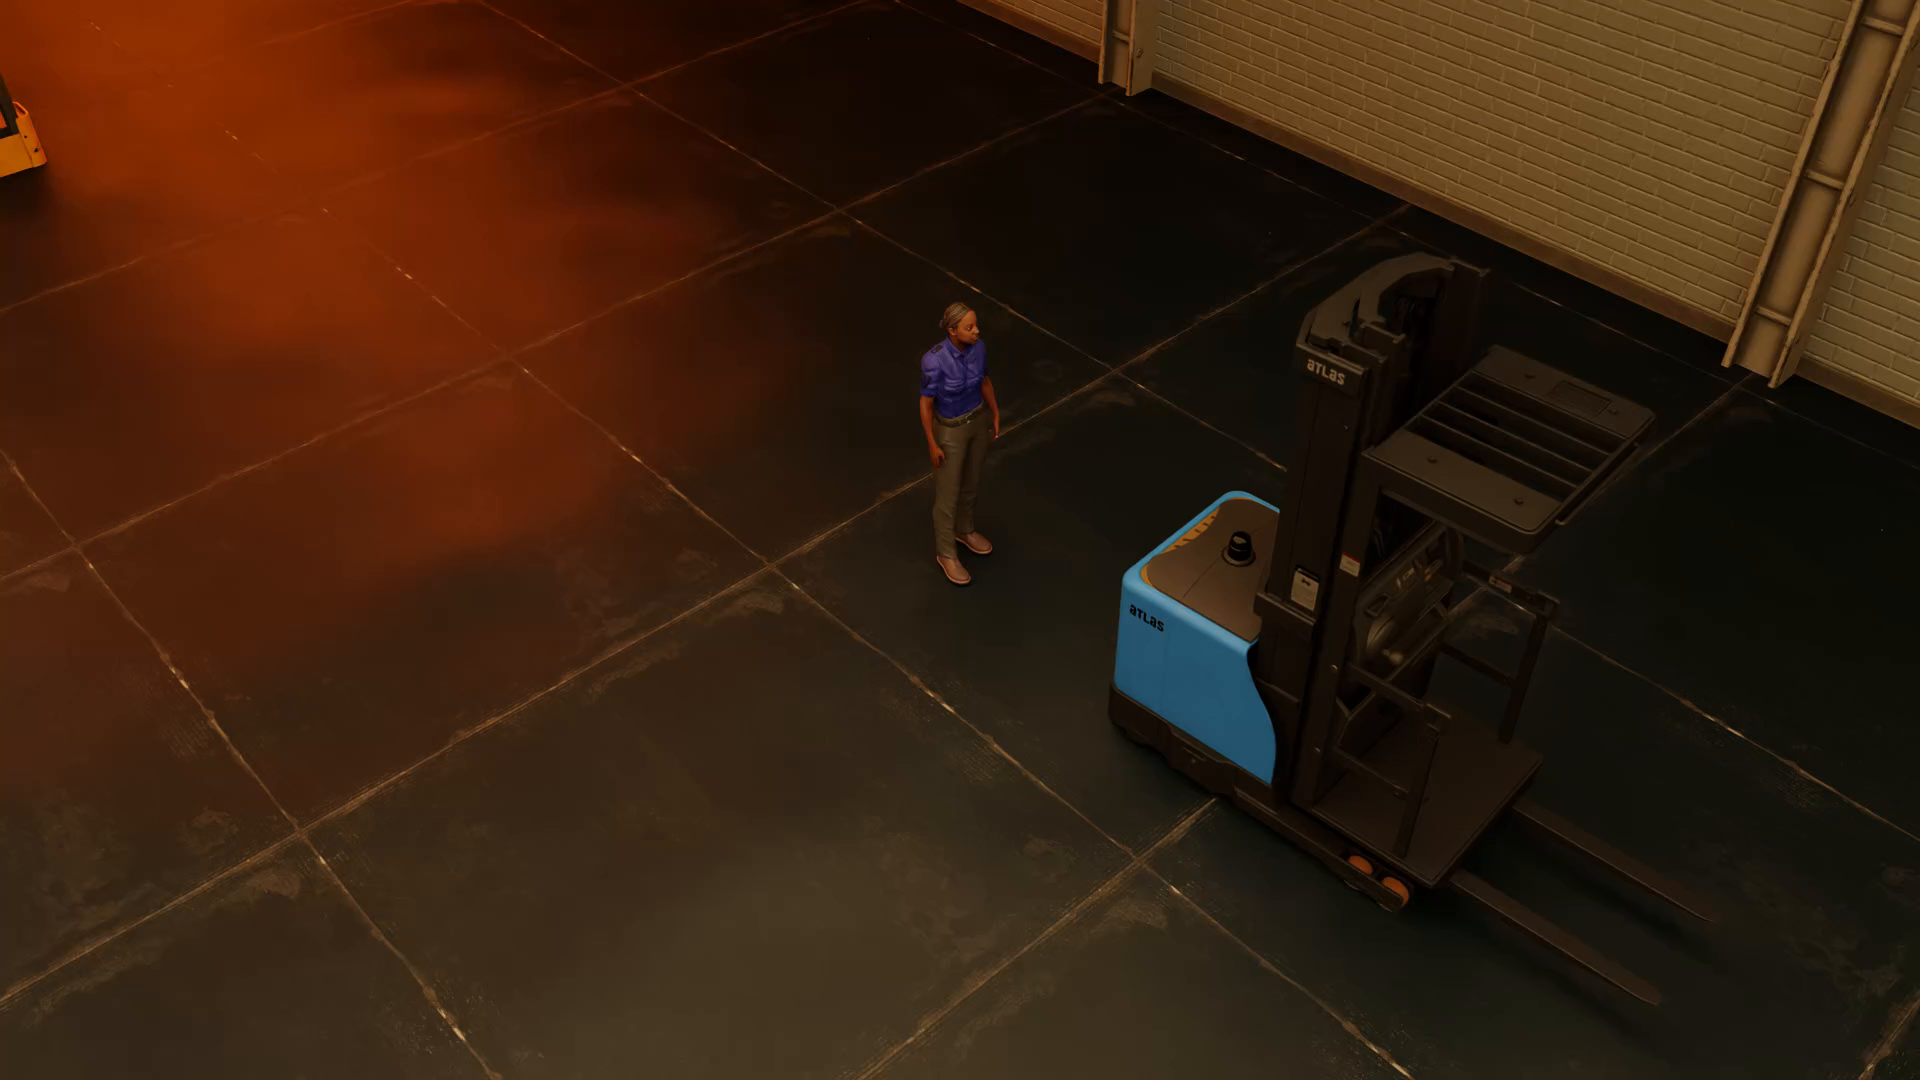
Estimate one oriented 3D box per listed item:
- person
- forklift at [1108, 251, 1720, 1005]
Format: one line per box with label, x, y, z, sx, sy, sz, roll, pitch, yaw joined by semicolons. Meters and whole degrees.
person;0.045;-0.581;9.547;0.569;1.656;0.503;-31;50;-31
forklift;2.222;0.301;7.560;3.031;2.935;1.130;31;50;31
